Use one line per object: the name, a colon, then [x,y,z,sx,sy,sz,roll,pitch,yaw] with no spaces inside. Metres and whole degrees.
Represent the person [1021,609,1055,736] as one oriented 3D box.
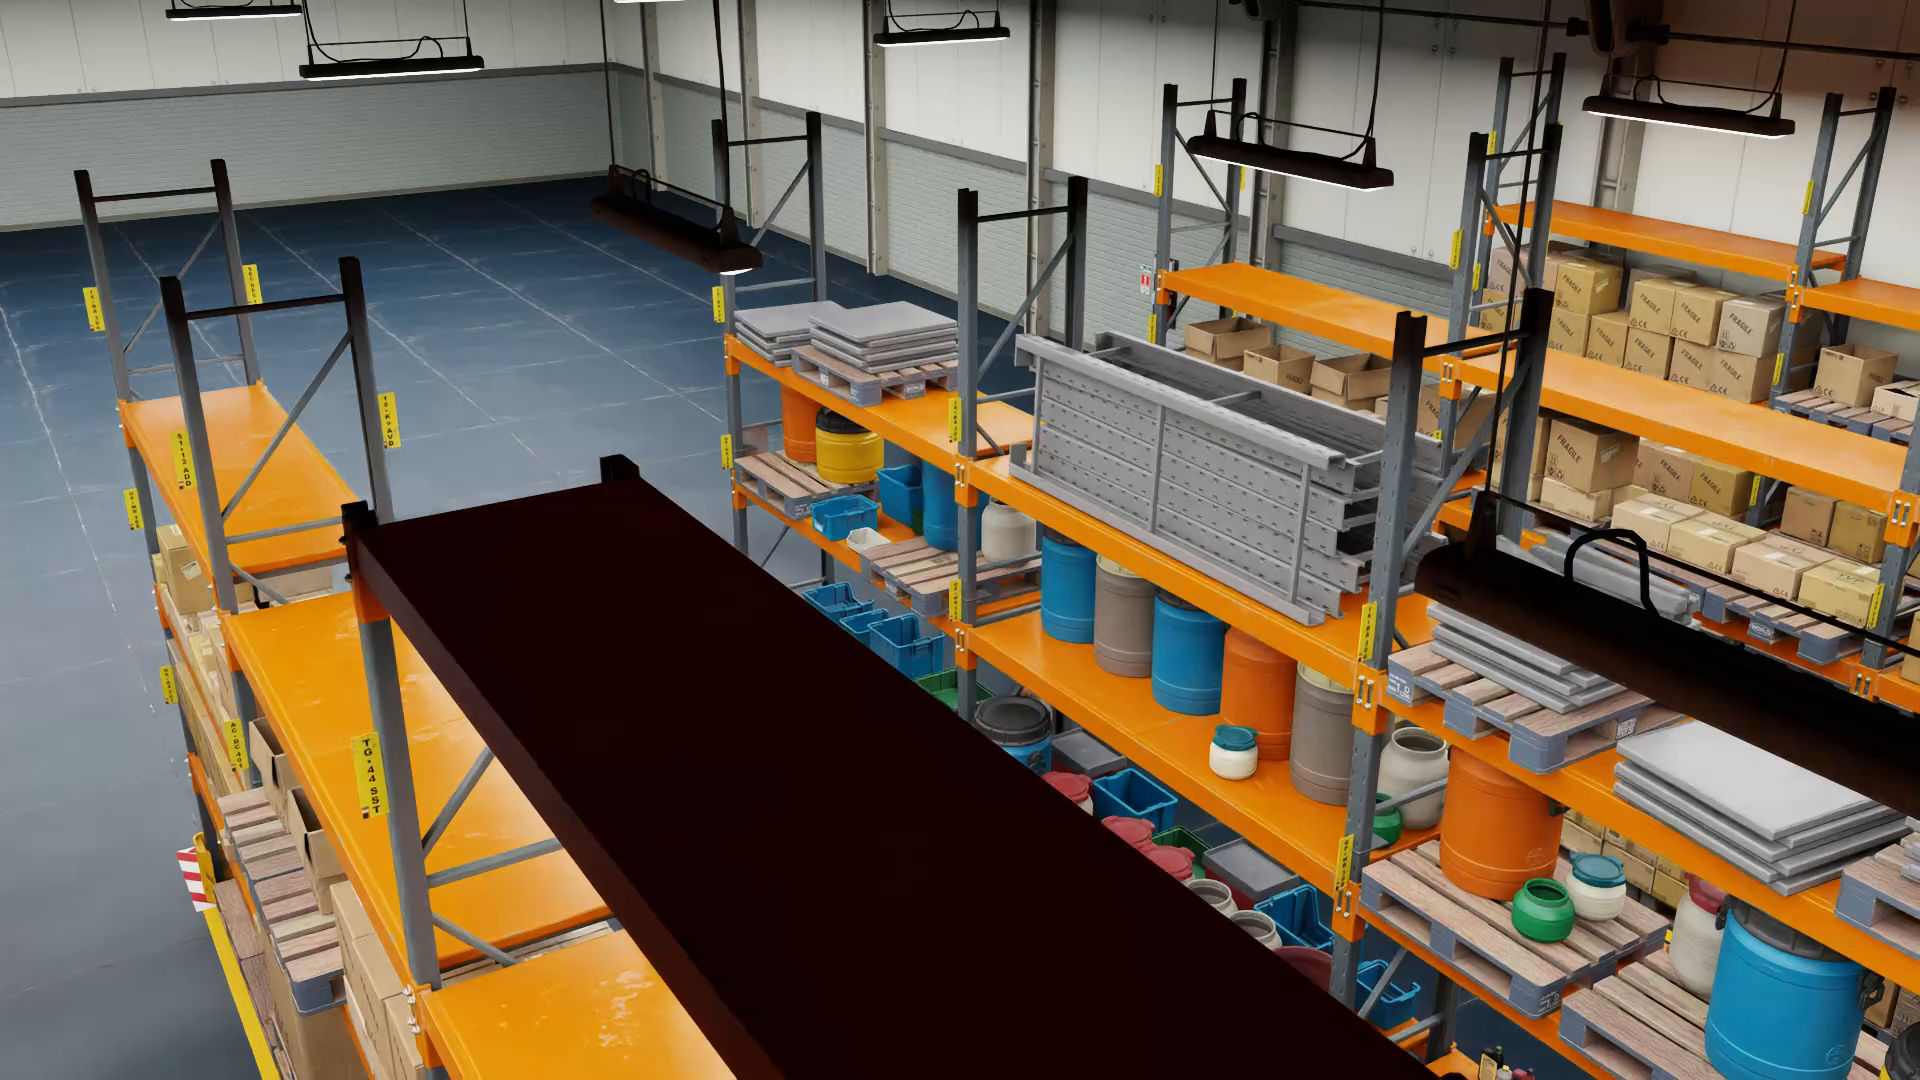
person: [0.738,1.247,15.451,0.569,1.763,0.470,-15,26,-32]
